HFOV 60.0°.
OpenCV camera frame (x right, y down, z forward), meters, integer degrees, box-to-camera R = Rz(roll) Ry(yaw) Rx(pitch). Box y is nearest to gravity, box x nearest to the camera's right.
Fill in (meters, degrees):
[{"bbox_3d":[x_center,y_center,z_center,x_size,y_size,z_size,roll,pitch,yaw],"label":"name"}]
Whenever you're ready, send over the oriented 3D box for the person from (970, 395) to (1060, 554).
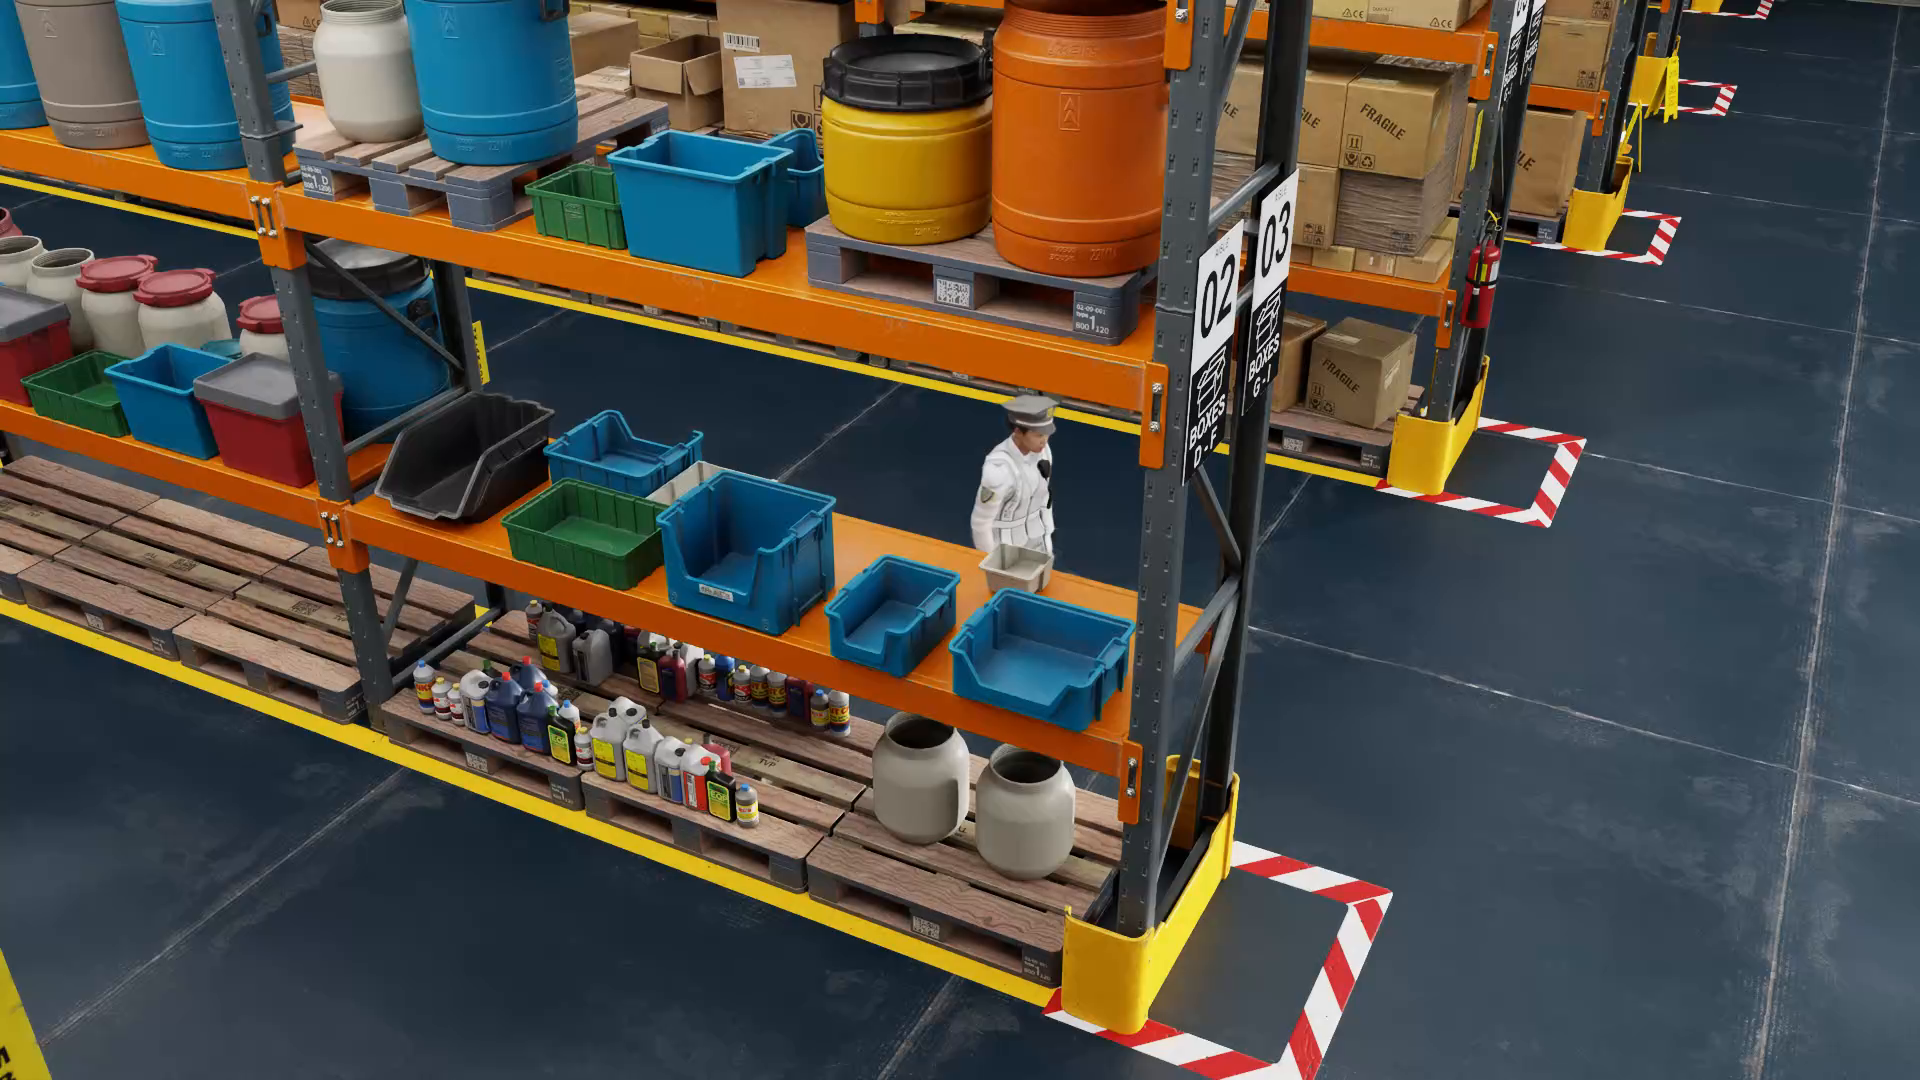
[{"bbox_3d":[0.290,0.056,8.187,0.414,1.662,0.529,26,39,36],"label":"person"}]
